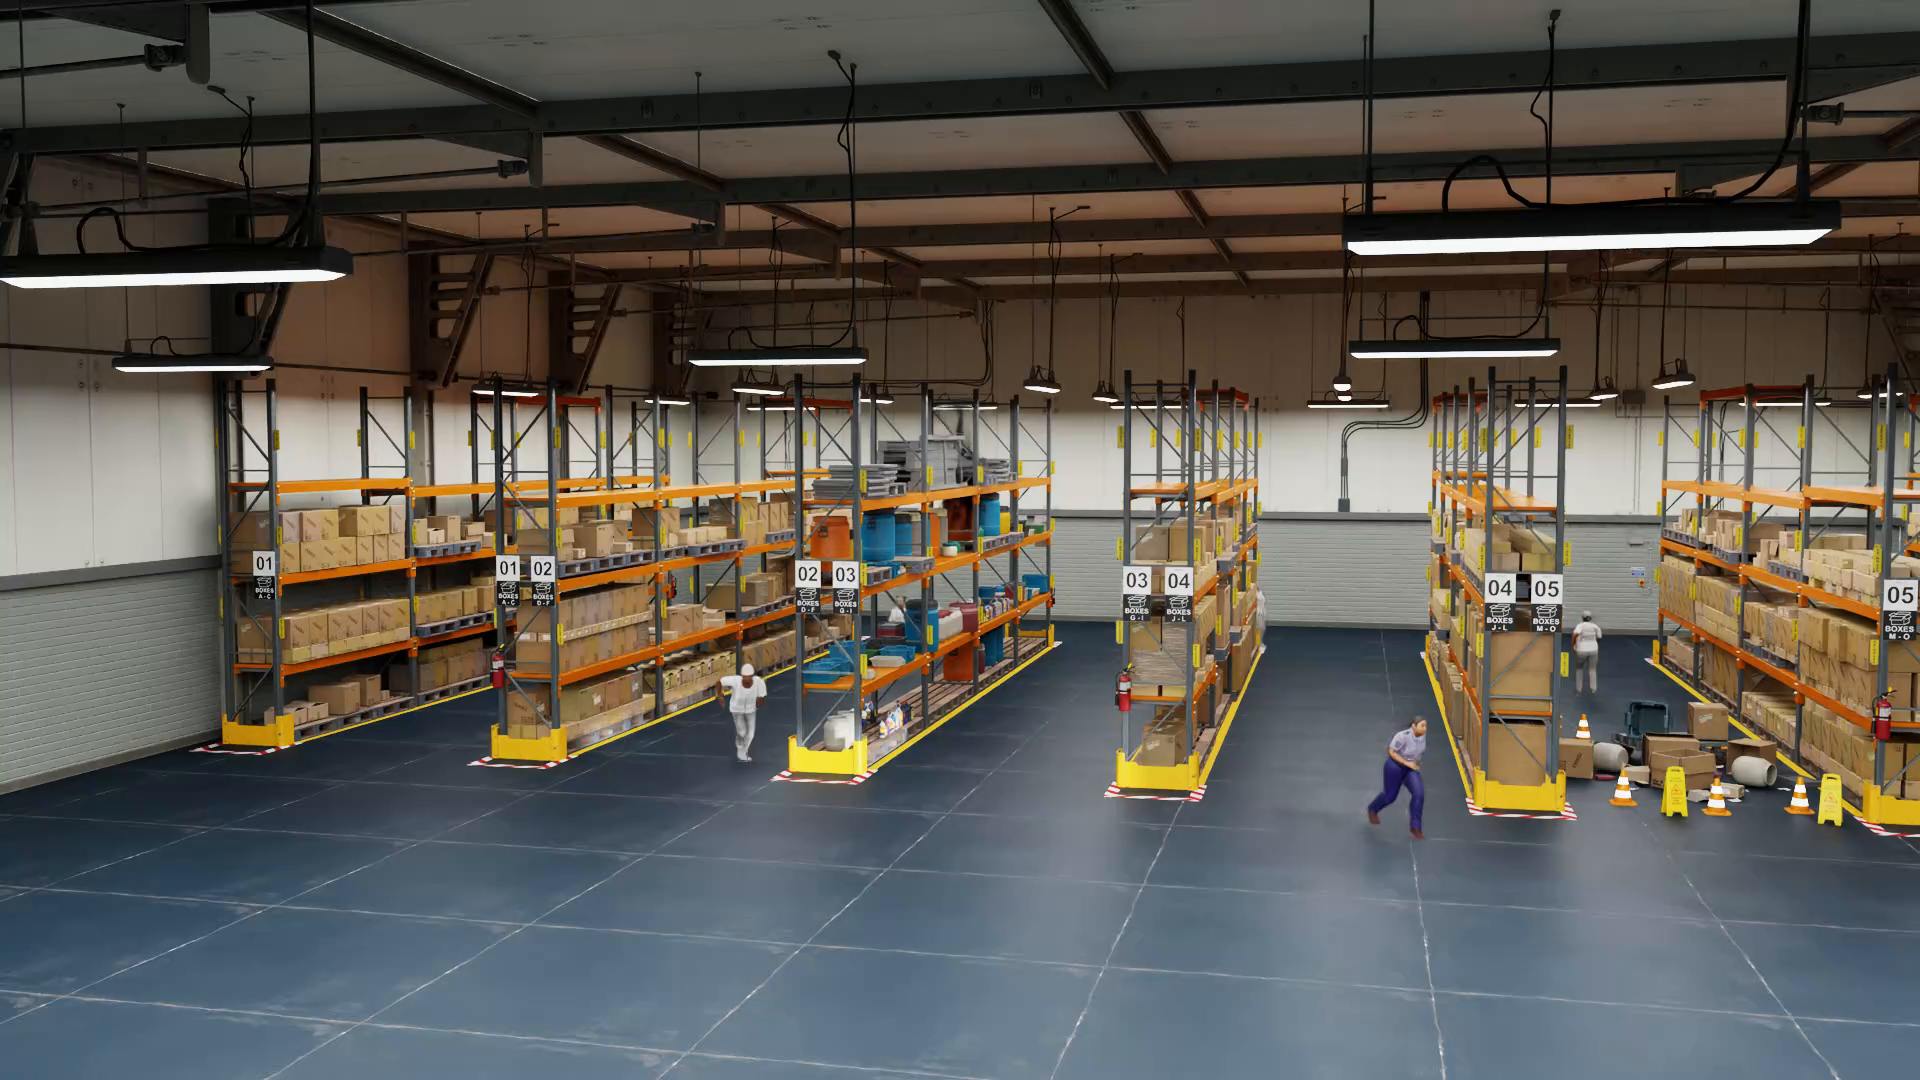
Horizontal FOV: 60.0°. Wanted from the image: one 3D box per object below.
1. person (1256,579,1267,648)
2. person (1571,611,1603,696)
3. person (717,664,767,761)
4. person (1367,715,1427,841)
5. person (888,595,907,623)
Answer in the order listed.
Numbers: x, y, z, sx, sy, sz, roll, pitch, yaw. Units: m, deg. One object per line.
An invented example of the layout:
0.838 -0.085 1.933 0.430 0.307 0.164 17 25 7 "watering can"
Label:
7.170 1.773 40.377 0.649 1.667 0.640 3 4 37 "person"
12.173 2.248 32.324 0.616 1.743 0.722 1 3 9 "person"
-3.358 2.665 25.597 0.739 1.579 0.899 -1 4 -18 "person"
5.572 2.975 21.160 0.646 1.613 0.974 -2 4 -32 "person"
-1.224 1.981 35.299 0.605 1.672 0.841 1 3 8 "person"
